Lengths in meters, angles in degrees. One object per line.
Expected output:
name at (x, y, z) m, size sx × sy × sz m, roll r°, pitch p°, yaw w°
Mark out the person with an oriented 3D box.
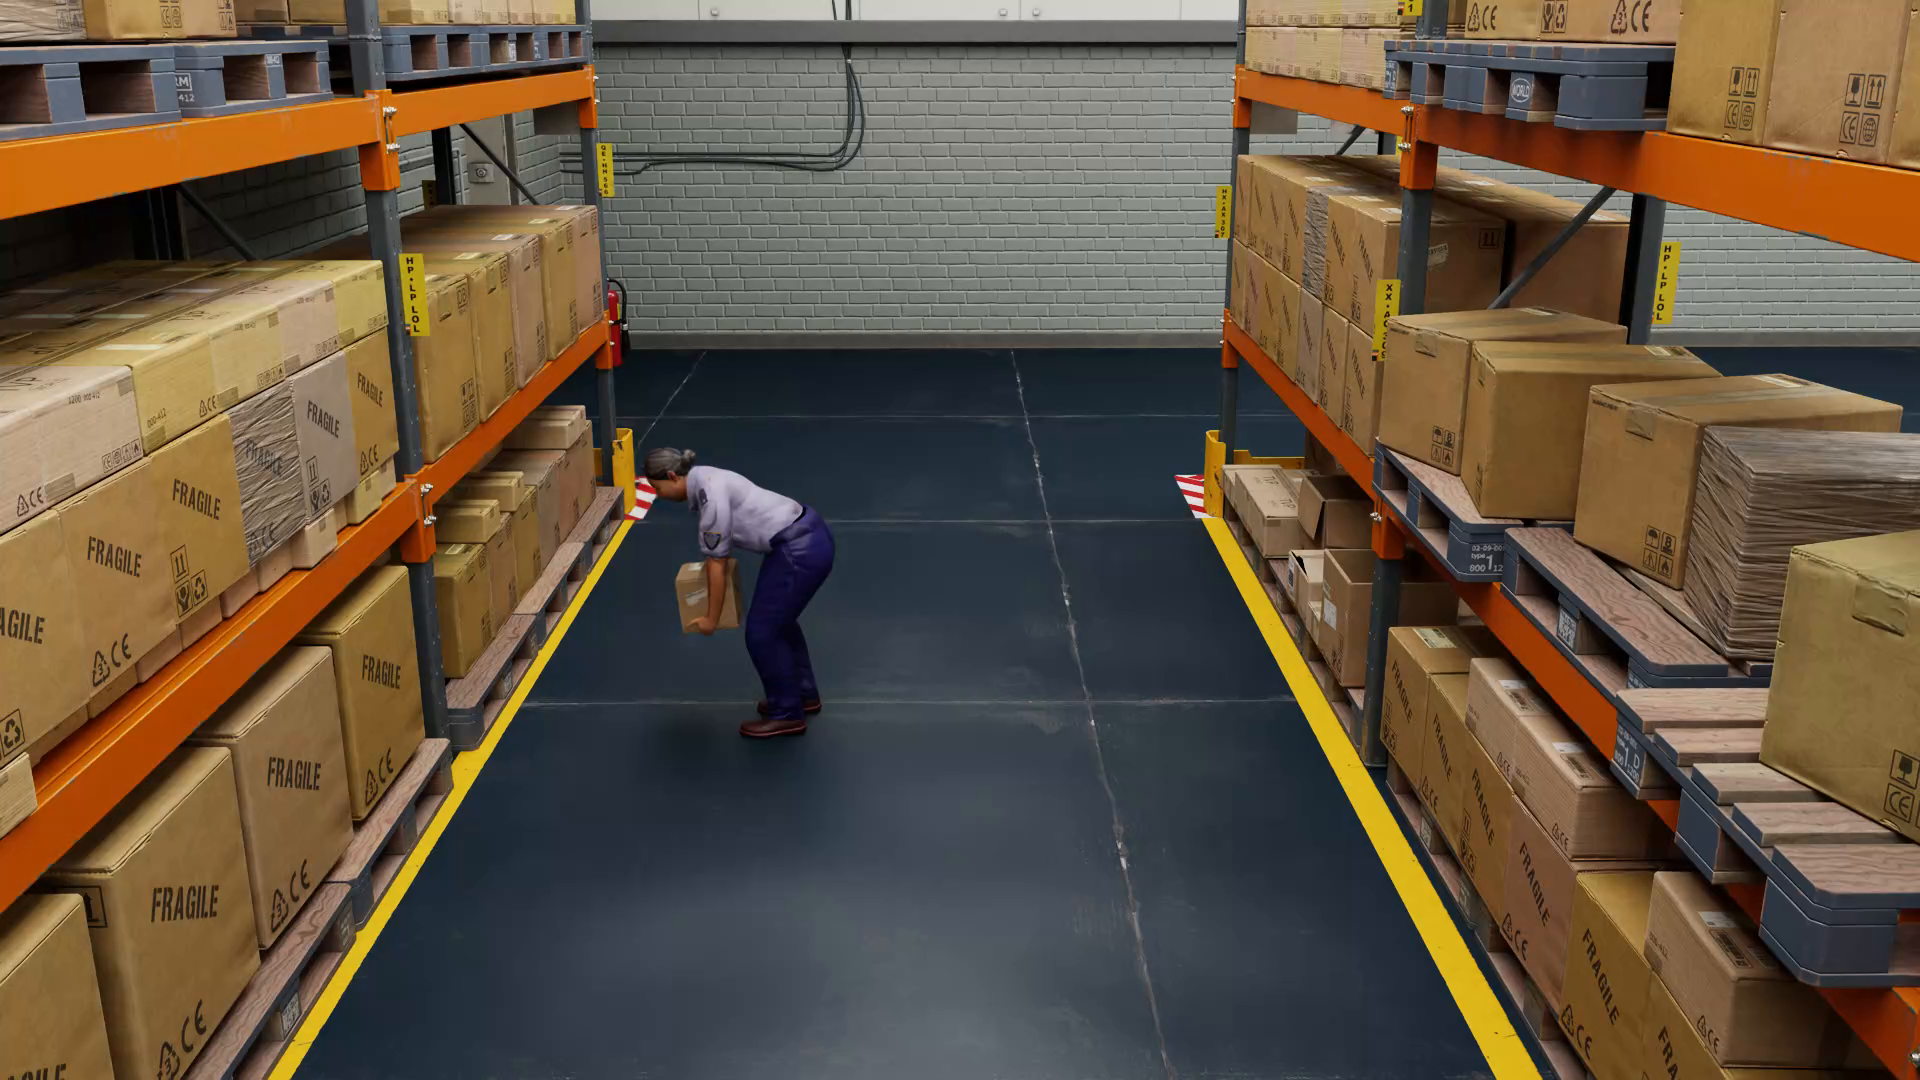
person at (-0.969, 0.215, 7.454) m, size 0.824 × 1.316 × 0.444 m, roll -1°, pitch 17°, yaw -2°
